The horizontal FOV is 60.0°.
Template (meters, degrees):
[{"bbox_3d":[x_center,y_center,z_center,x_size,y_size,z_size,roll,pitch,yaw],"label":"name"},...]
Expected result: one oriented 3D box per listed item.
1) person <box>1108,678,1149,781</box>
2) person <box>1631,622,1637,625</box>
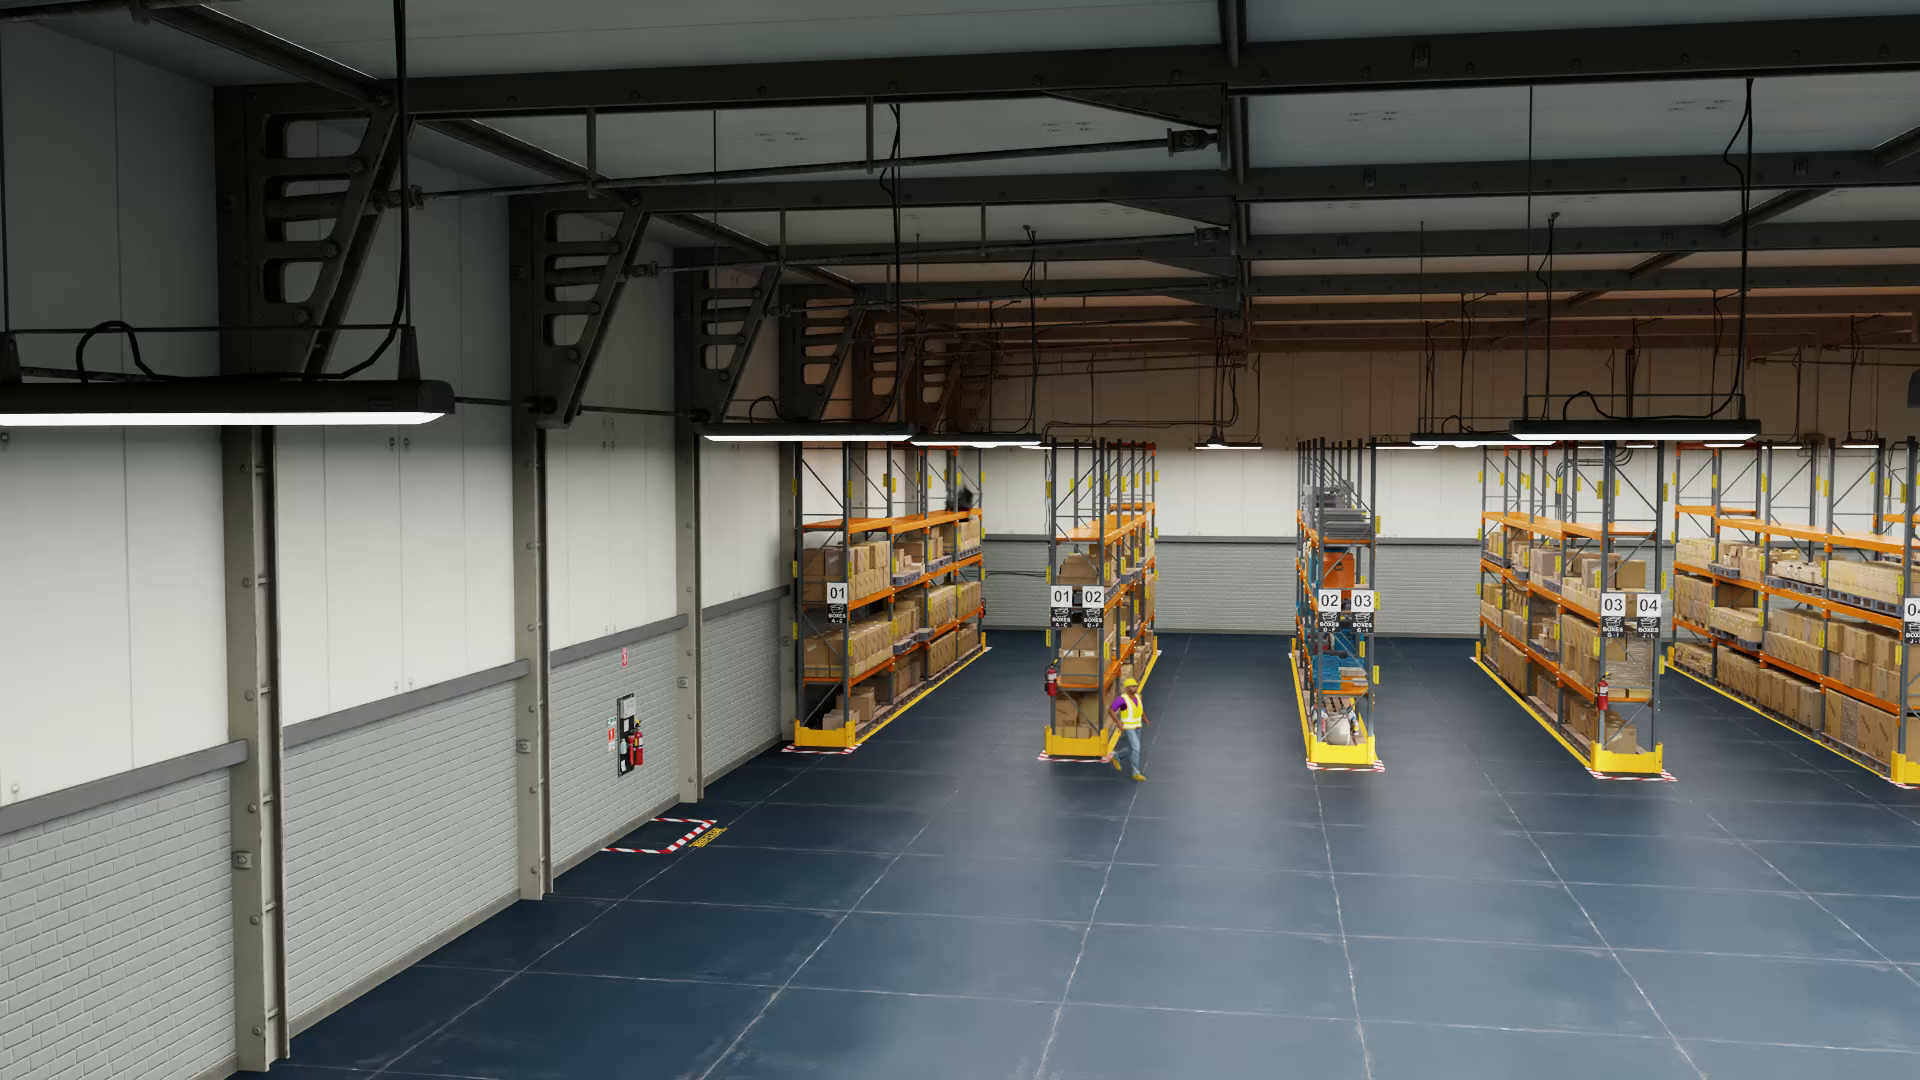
[{"bbox_3d":[2.964,3.301,29.190,0.856,1.763,0.723,3,4,45],"label":"person"},{"bbox_3d":[17.515,2.620,42.864,0.561,1.752,0.750,1,3,14],"label":"person"}]
